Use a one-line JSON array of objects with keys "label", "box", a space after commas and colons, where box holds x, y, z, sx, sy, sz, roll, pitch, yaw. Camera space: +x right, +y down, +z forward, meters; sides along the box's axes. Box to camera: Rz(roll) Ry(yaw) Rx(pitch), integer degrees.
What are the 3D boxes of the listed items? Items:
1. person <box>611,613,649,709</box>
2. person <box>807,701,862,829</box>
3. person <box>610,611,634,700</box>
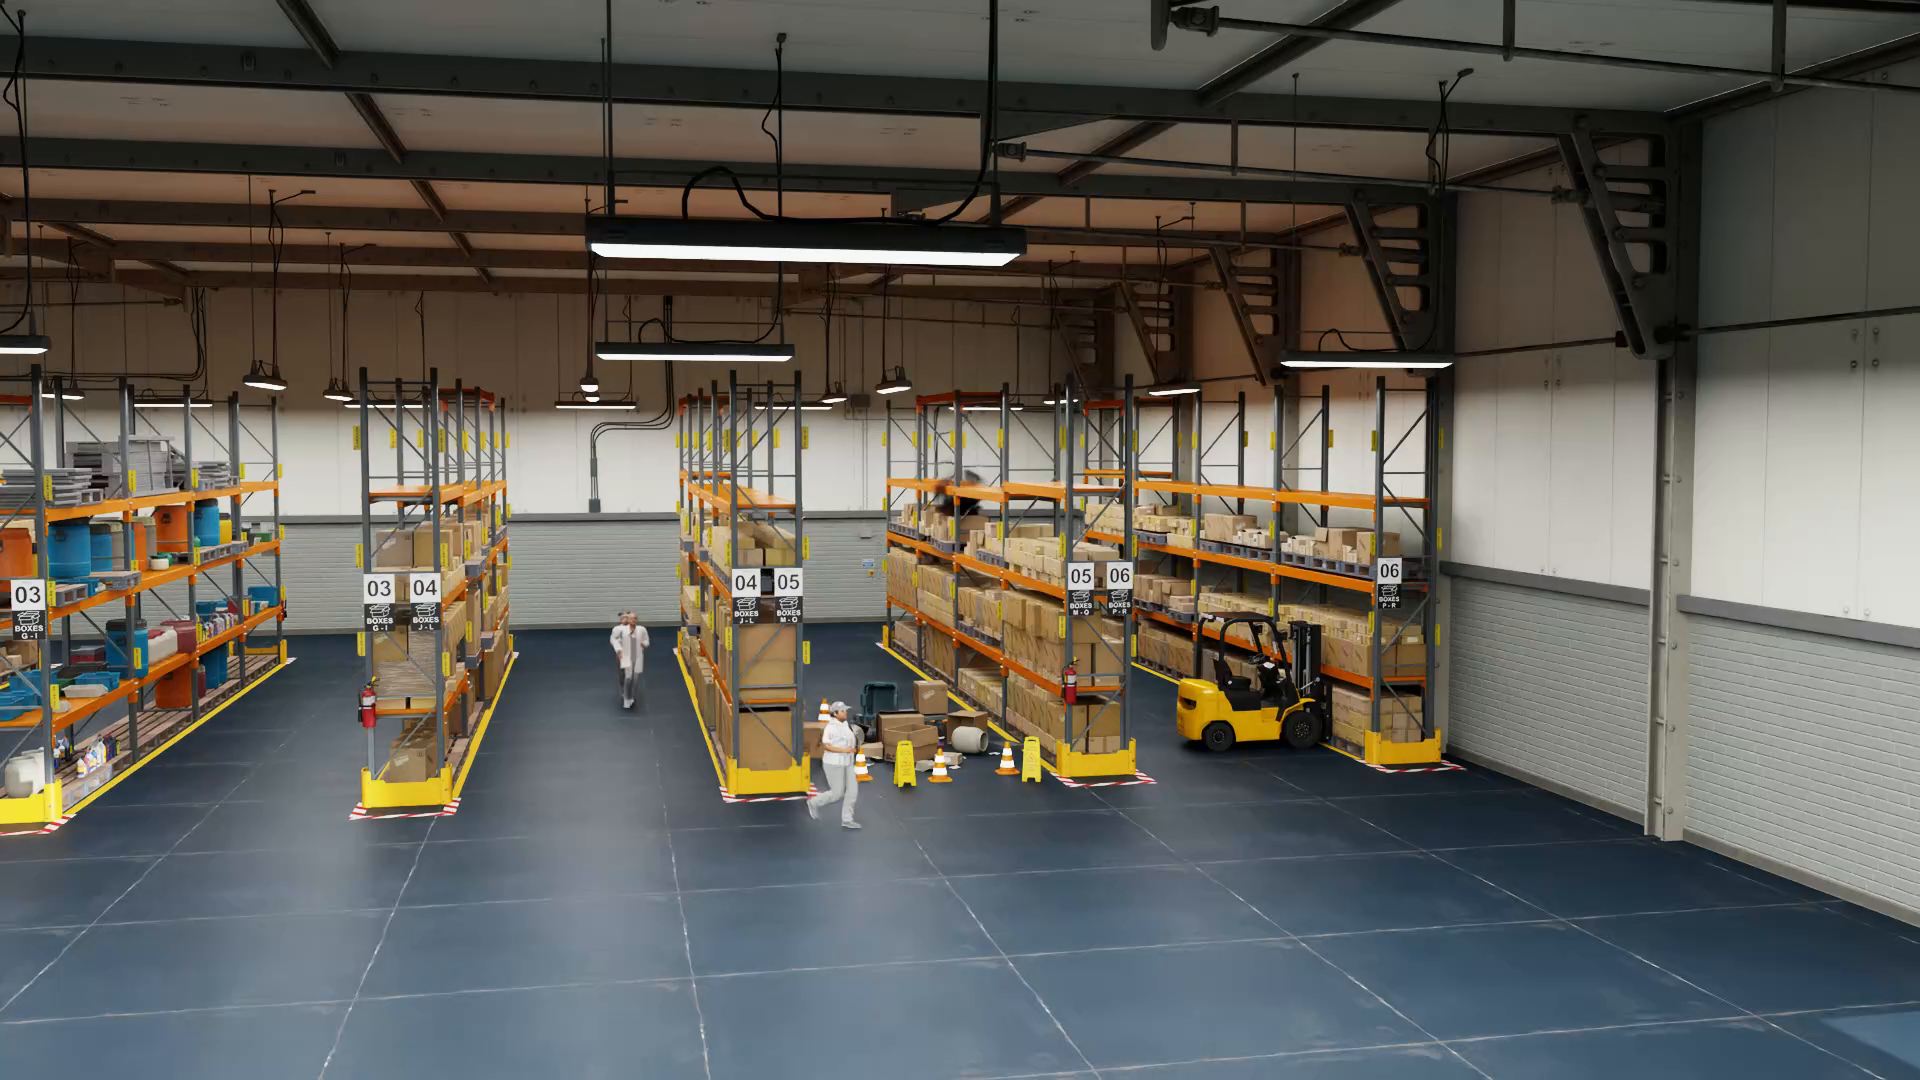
[{"label": "person", "box": [-6.158, 2.271, 31.208, 0.679, 1.816, 0.800, -2, 4, -25]}, {"label": "person", "box": [-1.606, 2.899, 21.526, 0.747, 1.637, 0.619, 2, 4, 24]}, {"label": "person", "box": [-6.464, 2.234, 32.150, 0.596, 1.740, 0.720, -1, 4, -15]}]
